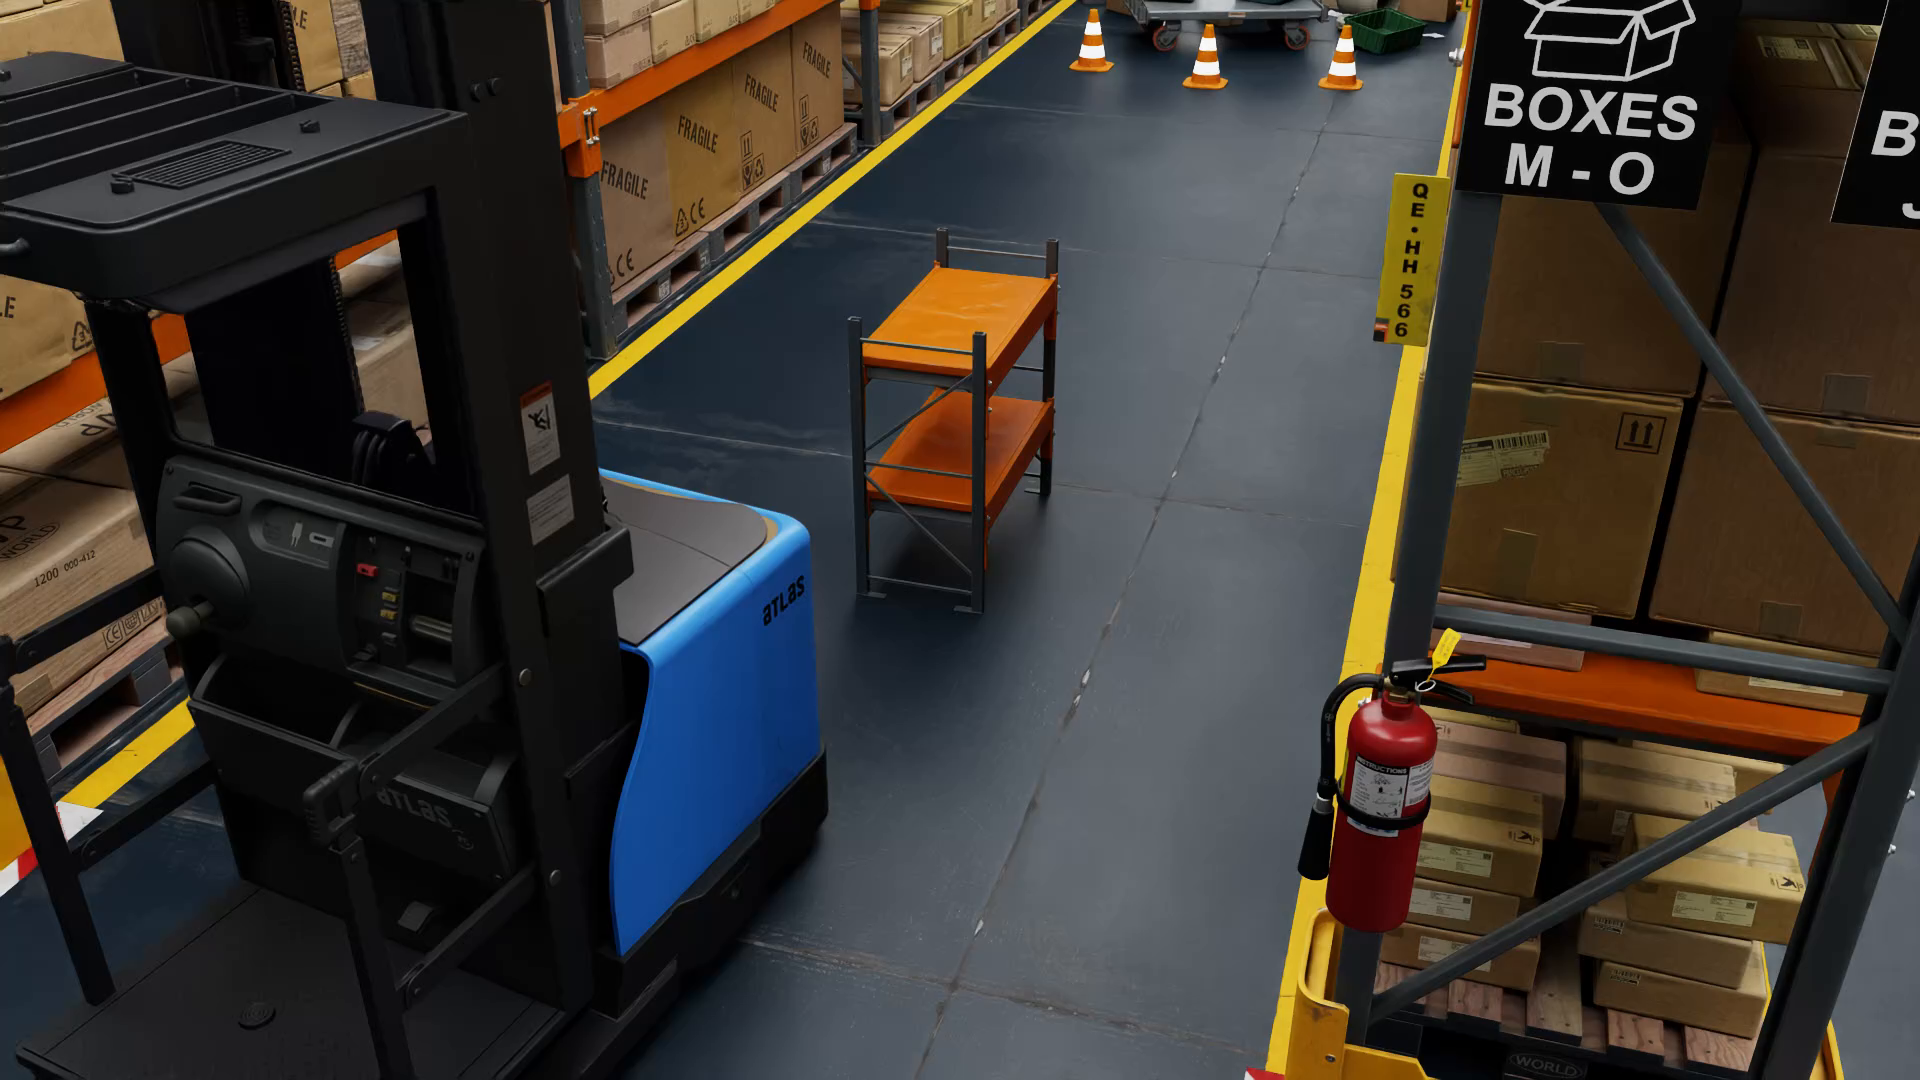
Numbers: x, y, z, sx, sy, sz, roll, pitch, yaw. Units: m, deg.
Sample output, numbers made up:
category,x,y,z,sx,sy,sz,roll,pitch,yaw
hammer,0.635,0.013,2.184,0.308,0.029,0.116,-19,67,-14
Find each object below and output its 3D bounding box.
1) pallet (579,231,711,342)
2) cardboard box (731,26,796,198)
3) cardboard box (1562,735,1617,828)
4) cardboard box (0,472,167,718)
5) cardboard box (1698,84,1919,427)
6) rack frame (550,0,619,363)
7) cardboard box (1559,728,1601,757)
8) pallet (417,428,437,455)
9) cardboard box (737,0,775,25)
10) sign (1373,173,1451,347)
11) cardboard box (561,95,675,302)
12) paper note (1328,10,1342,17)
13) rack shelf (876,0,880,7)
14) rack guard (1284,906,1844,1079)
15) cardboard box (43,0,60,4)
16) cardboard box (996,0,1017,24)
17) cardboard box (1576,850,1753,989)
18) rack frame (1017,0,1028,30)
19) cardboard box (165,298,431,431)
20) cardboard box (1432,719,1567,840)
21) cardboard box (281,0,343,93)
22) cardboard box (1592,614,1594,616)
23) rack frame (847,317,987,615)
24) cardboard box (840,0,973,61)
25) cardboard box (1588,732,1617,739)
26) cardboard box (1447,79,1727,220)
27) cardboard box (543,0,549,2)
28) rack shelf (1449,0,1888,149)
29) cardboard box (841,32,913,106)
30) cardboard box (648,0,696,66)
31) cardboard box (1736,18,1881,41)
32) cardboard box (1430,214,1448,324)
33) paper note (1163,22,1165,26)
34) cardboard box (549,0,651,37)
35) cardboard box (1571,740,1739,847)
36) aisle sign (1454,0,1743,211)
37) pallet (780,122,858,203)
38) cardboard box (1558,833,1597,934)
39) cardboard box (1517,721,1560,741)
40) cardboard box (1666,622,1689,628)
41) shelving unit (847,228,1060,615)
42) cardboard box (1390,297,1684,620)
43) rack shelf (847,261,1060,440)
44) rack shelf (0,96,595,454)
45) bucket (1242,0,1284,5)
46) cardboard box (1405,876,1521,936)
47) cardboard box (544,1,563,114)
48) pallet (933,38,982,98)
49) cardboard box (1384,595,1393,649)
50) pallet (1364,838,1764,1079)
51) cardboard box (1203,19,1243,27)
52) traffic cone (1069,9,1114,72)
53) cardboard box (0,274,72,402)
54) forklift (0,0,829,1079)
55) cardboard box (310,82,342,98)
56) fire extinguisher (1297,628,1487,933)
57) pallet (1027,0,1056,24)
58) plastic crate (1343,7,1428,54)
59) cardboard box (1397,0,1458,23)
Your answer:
category,x,y,z,sx,sy,sz,roll,pitch,yaw
pallet,-2.075,-1.450,9.139,1.003,0.211,1.213,8,30,15
cardboard box,-1.604,-2.690,10.254,0.875,0.875,0.875,9,30,15
cardboard box,1.878,0.699,4.602,0.380,0.149,0.250,9,30,16
cardboard box,-3.306,0.175,5.554,0.875,0.438,0.875,7,30,13
cardboard box,1.743,-0.562,3.238,0.500,0.500,0.500,8,30,15
rack frame,-2.230,-2.299,7.797,1.000,3.000,0.127,8,30,15
cardboard box,2.046,0.599,5.089,0.380,0.149,0.250,9,30,15
pallet,-2.884,-0.169,6.838,1.003,0.211,1.213,8,30,15
cardboard box,-1.377,-3.108,9.406,0.500,0.250,0.500,8,30,14
sign,0.833,-0.513,3.071,0.100,0.325,0.005,8,30,15
cardboard box,-2.124,-1.854,8.750,0.875,0.875,0.875,9,30,16
paper note,3.529,-4.949,15.623,0.172,0.023,0.155,20,35,32
rack shelf,-0.469,-4.773,12.985,1.077,0.370,4.000,8,30,15
rack guard,1.380,1.276,3.942,1.175,0.500,0.348,8,30,15
cardboard box,-2.780,-1.691,4.906,0.380,0.149,0.250,8,30,13
cardboard box,-0.033,-4.808,14.578,0.950,0.372,0.625,9,30,16
cardboard box,1.757,0.945,4.161,0.380,0.149,0.250,10,31,17
rack frame,0.118,-6.017,14.480,1.000,3.000,0.127,8,30,15
cardboard box,-2.779,-0.670,7.073,0.875,0.438,0.875,8,30,13
cardboard box,1.399,0.631,4.419,0.380,0.149,0.250,9,30,16
cardboard box,-2.557,-1.817,5.799,0.500,0.500,0.500,9,30,15
cardboard box,1.292,0.027,3.875,0.380,0.149,0.250,8,30,15
rack frame,-0.151,-0.252,6.046,0.500,1.125,0.032,8,30,15
cardboard box,-0.443,-4.150,13.396,0.950,0.372,0.625,10,30,17
cardboard box,1.992,0.455,4.735,0.380,0.149,0.250,7,30,12
cardboard box,1.403,-0.875,3.800,0.500,0.500,0.500,7,30,13
cardboard box,-2.104,-2.521,7.065,0.500,0.500,0.500,8,30,14
rack shelf,1.945,-1.707,4.387,1.077,0.370,4.000,8,30,15
cardboard box,-0.880,-3.454,12.145,0.950,0.372,0.625,6,30,11
cardboard box,-1.698,-2.641,8.566,0.500,0.250,0.500,8,30,14
cardboard box,2.059,-1.036,4.090,0.500,0.500,0.500,8,30,14
cardboard box,1.539,-0.676,4.470,0.500,0.500,0.500,9,30,15
paper note,1.905,-4.722,15.207,0.148,0.019,0.142,8,30,15
cardboard box,-1.831,-2.616,8.008,0.500,0.250,0.500,8,30,13
cardboard box,1.802,0.681,4.329,0.380,0.149,0.250,9,30,16
aisle sign,1.049,-0.926,2.654,0.394,0.787,0.004,8,30,15
pallet,-1.359,-2.584,11.177,1.003,0.211,1.213,8,30,15
cardboard box,1.816,0.950,4.457,0.380,0.149,0.250,8,30,15
cardboard box,1.568,0.514,4.936,0.380,0.149,0.250,8,30,14
cardboard box,1.801,0.101,3.741,0.380,0.149,0.250,10,30,17
shelving unit,-0.002,-0.488,6.471,0.538,1.125,1.048,8,30,15
cardboard box,1.244,-0.200,3.615,0.500,0.500,0.500,9,30,16
rack shelf,-0.002,-0.744,6.329,0.538,0.278,1.000,8,30,15
rack shelf,-2.817,-1.055,6.301,1.077,0.370,4.000,8,30,15
bucket,2.716,-4.983,14.426,0.726,0.611,0.620,20,45,32
cardboard box,1.240,0.865,4.303,0.380,0.149,0.250,8,30,14
cardboard box,-2.122,-2.091,7.320,0.500,0.500,0.500,9,30,15
pallet,-0.465,-3.867,13.485,1.003,0.211,1.213,8,30,15
cardboard box,1.516,0.248,5.107,0.380,0.149,0.250,10,31,17
pallet,1.652,1.030,4.681,1.003,0.211,1.213,8,30,15
cardboard box,2.409,-4.894,15.275,0.258,0.266,0.396,-12,31,-20
traffic cone,1.093,-4.132,13.702,0.336,0.463,0.334,8,30,15
cardboard box,-2.989,-0.666,4.759,0.500,0.500,0.500,8,30,14
forklift,-1.517,0.133,3.497,1.130,2.935,3.031,14,32,23
cardboard box,-2.569,-1.374,6.032,0.500,0.500,0.500,10,30,17
fire extinguisher,0.843,0.467,3.288,0.296,0.674,0.183,8,30,15
pallet,0.282,-5.115,15.728,1.003,0.211,1.213,8,30,15
plastic crate,3.679,-4.422,14.446,0.662,0.188,0.450,-24,47,-37
cardboard box,4.355,-5.134,15.462,0.500,0.500,0.500,14,32,23
